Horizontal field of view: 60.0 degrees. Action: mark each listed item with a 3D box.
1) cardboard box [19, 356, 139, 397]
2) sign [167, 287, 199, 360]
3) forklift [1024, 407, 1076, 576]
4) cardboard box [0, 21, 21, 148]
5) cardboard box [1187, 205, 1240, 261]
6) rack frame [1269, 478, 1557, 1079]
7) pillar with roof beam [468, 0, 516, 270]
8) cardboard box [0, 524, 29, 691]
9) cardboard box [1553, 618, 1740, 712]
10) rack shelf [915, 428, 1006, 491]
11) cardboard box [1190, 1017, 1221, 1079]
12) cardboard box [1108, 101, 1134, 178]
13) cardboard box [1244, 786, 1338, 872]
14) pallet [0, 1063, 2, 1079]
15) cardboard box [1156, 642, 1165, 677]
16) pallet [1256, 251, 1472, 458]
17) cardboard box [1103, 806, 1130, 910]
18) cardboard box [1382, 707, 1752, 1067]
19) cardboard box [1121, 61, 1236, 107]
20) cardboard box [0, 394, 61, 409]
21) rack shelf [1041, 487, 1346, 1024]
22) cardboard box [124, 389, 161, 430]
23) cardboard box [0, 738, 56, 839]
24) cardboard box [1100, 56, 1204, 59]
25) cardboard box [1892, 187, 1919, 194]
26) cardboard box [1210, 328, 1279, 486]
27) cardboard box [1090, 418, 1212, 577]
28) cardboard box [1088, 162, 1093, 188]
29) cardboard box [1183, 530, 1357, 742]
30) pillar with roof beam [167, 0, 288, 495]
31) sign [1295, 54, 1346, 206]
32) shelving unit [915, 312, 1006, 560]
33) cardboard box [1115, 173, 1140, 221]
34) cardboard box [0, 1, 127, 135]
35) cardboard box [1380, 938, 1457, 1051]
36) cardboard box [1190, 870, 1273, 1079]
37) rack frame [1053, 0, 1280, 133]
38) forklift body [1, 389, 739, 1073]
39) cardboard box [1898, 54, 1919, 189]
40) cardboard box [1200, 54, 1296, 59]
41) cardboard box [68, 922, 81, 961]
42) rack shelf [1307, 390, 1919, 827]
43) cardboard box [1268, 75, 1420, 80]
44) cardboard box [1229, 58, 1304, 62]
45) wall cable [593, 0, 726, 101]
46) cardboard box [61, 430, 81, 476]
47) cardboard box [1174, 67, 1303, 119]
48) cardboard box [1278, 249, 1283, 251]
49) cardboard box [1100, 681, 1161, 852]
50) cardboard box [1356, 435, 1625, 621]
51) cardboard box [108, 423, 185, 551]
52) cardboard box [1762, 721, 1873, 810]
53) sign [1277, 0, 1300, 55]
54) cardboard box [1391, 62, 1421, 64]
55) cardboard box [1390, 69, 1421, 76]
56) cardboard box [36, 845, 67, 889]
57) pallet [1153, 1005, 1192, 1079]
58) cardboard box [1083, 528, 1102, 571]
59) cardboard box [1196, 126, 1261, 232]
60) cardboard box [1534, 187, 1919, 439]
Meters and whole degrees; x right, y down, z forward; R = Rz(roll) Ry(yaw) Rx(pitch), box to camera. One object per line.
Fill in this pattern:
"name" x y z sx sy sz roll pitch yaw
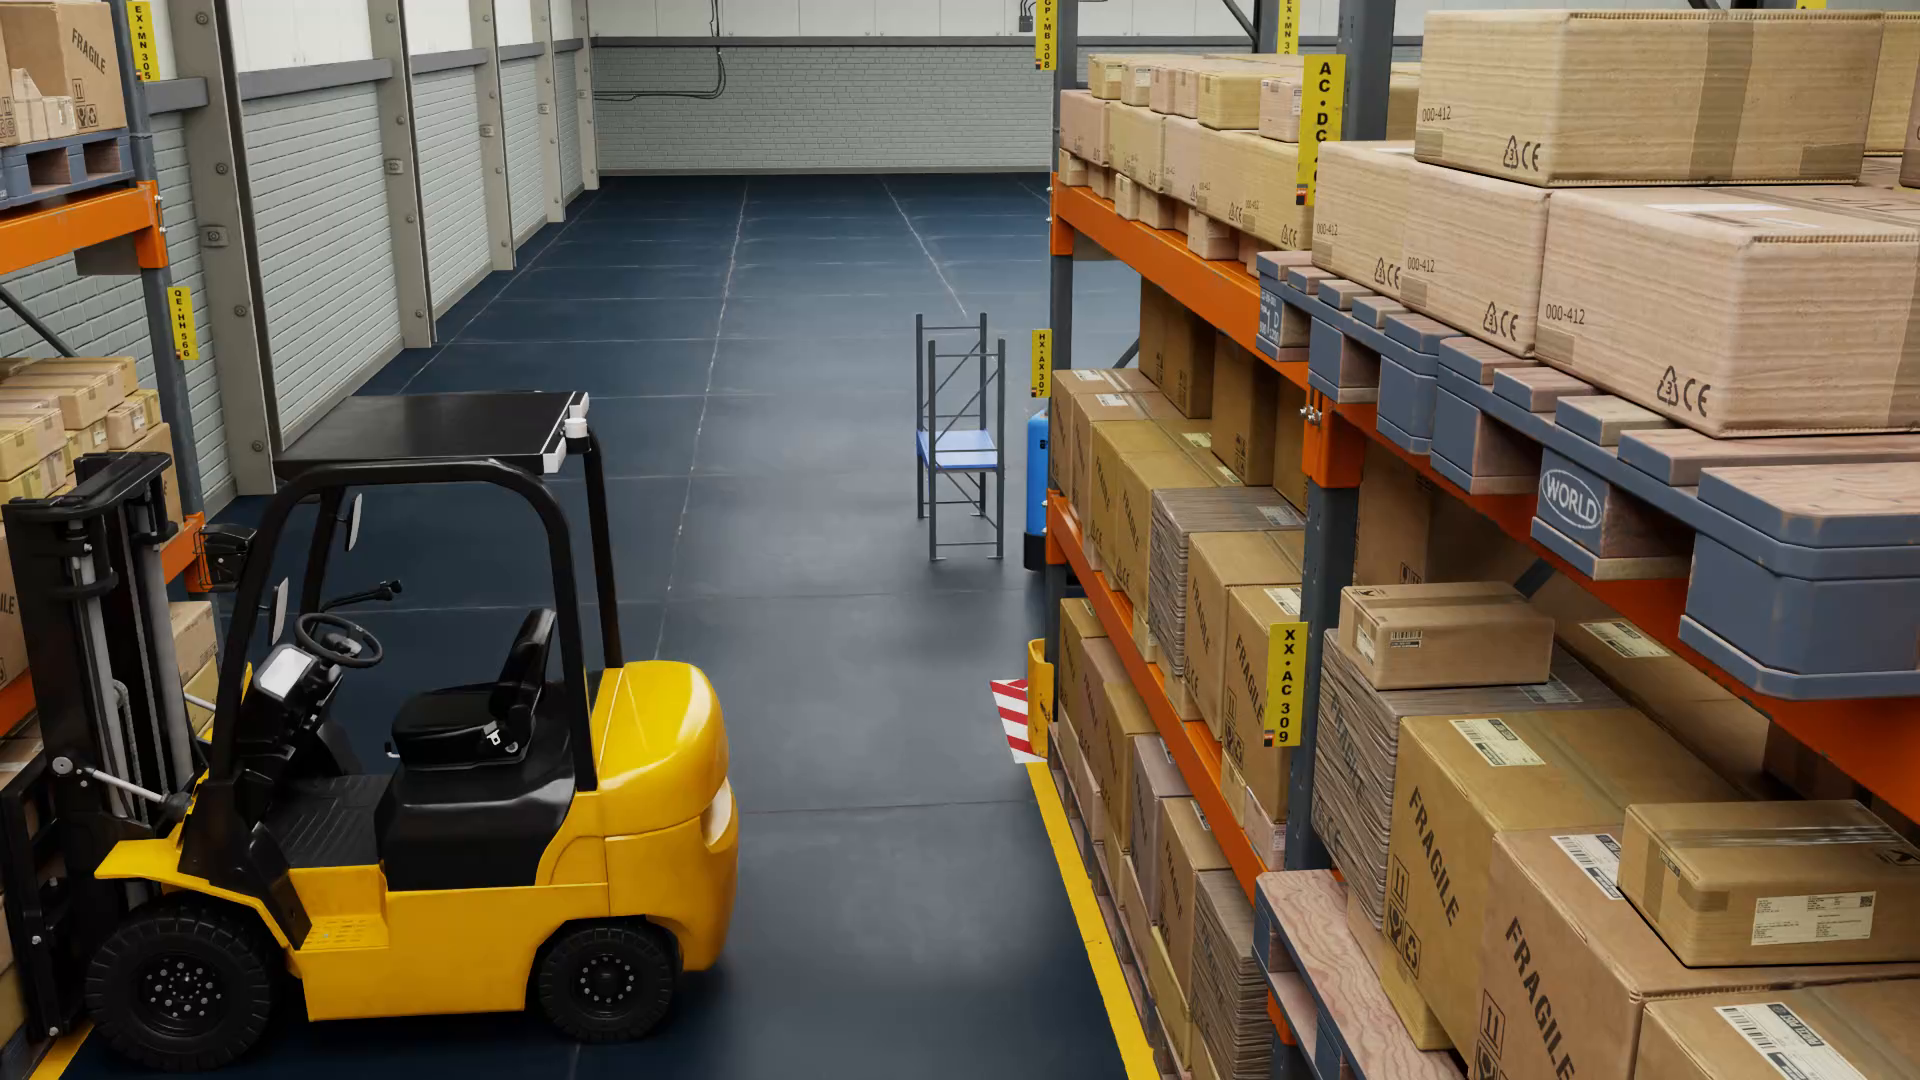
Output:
"cardboard box" -3.761 -0.685 7.106 0.380 0.149 0.250 -2 18 -5
"sign" -3.466 -0.965 7.413 0.100 0.325 0.005 -2 18 -6
"forklift" 1.987 -1.122 10.359 3.031 2.935 1.130 7 19 20
"cardboard box" -3.713 -1.581 5.662 0.700 0.500 0.500 -2 18 -5
"cardboard box" 0.914 -0.952 5.114 0.380 0.149 0.250 -1 17 -4
"rack frame" 1.342 0.751 4.278 1.000 3.000 0.127 -2 18 -6
"pillar with roof beam" -2.407 -8.409 23.439 9.100 9.000 0.400 -2 18 -6
"cardboard box" -3.535 0.261 5.670 0.500 0.500 0.500 -2 18 -5
"cardboard box" 1.618 0.491 3.740 0.500 0.500 0.500 -2 18 -7
"rack shelf" -0.009 -0.569 11.587 0.538 0.185 1.000 -2 18 -6
"cardboard box" 1.014 1.694 5.161 0.500 0.250 0.500 -1 17 -3
"cardboard box" 0.836 -1.481 6.132 0.500 0.250 0.500 -1 17 -4
"cardboard box" 1.006 0.784 4.591 0.380 0.149 0.250 -2 18 -6
"pallet" -3.635 1.997 4.962 1.003 0.211 1.213 -2 18 -6
"cardboard box" 0.901 0.405 5.800 0.380 0.149 0.250 -2 18 -7
"pallet" 1.300 -0.404 3.260 1.213 0.211 1.003 -2 18 -6
"cardboard box" 0.851 1.234 6.628 0.500 0.250 0.500 -1 17 -2
"cardboard box" 1.157 0.659 3.207 0.500 0.500 0.500 -2 18 -5
"cardboard box" 0.788 -1.641 5.977 0.380 0.149 0.250 -1 17 -4
"cardboard box" -3.699 -0.459 6.386 0.380 0.149 0.250 -2 18 -5
"rack shelf" 1.136 0.498 6.284 1.077 0.370 4.000 -2 18 -6
"cardboard box" -3.693 -0.549 7.168 0.380 0.149 0.250 -2 17 -5
"cardboard box" -3.485 0.929 5.931 0.500 0.250 0.500 -2 18 -7
"cardboard box" 0.769 -1.870 6.705 0.380 0.149 0.250 -2 18 -6
"cardboard box" 1.645 -0.337 2.283 0.500 0.250 0.500 -2 17 -5
"cardboard box" 1.312 -0.509 5.959 0.700 0.500 0.500 -2 18 -6
"cardboard box" 0.813 -0.175 6.563 0.500 0.500 0.500 -2 18 -7
"cardboard box" 0.757 -1.568 7.075 0.380 0.149 0.250 -2 18 -7
"cardboard box" 0.989 0.283 5.103 0.500 0.500 0.500 -1 17 -4
"pillar with roof beam" -1.169 -4.834 12.051 9.100 9.000 0.400 -2 18 -6
"sign" 0.803 -0.908 3.690 0.100 0.325 0.005 -2 18 -6
"shelving unit" -0.009 -0.741 11.533 0.538 1.500 1.048 -2 18 -6
"cardboard box" 0.778 -1.259 6.090 0.380 0.149 0.250 -2 17 -5
"cardboard box" -3.719 -1.889 6.644 0.500 0.500 0.500 -1 17 -4
"cardboard box" 1.102 0.919 3.459 0.380 0.149 0.250 -1 17 -5
"cardboard box" 1.014 1.337 5.050 0.500 0.500 0.500 -2 18 -6
"rack frame" 0.929 -3.303 7.175 1.000 3.000 0.127 -2 18 -6
"forklift body" -1.997 0.627 6.089 2.313 2.155 1.214 -2 18 -6
"cardboard box" 1.656 -0.576 2.210 0.500 0.250 0.500 -1 17 -5
"cardboard box" 1.258 -2.041 7.251 0.380 0.149 0.250 -2 18 -5
"cardboard box" -3.484 1.407 6.077 0.500 0.250 0.500 -1 17 -4
"rack shelf" 1.548 0.259 2.038 1.077 0.370 4.000 -2 18 -6
"cardboard box" 1.051 -1.184 4.521 0.380 0.149 0.250 -1 17 -4
"cardboard box" 1.266 -1.810 6.516 0.380 0.149 0.250 -2 18 -5
"wall cable" -6.915 -11.289 37.795 3.097 2.526 0.112 -2 18 -6
"cardboard box" -3.657 -0.320 6.440 0.380 0.149 0.250 -2 18 -6
"cardboard box" 0.891 -1.413 5.251 0.380 0.149 0.250 -2 17 -5
"cardboard box" 1.005 -0.645 4.136 0.380 0.149 0.250 -2 18 -5
"cardboard box" 0.842 0.874 6.523 0.500 0.500 0.500 -1 17 -5
"cardboard box" 1.512 -0.054 4.507 0.700 0.500 0.500 -2 18 -6
"cardboard box" -3.696 -0.196 7.126 0.500 0.500 0.500 -2 18 -7
"cardboard box" 1.698 0.387 2.990 0.380 0.149 0.250 -2 18 -7
"sign" 1.483 -2.306 7.528 0.100 0.325 0.005 -2 18 -6
"cardboard box" 1.450 -1.585 5.799 0.380 0.149 0.250 -1 17 -4
"cardboard box" 1.484 -1.352 5.056 0.380 0.149 0.250 -2 18 -7
"cardboard box" -3.483 1.174 5.985 0.500 0.250 0.500 -2 18 -6
"pallet" 1.237 1.882 5.329 1.003 0.211 1.213 -2 18 -6
"cardboard box" 0.726 0.020 7.025 0.380 0.149 0.250 -2 17 -5
"cardboard box" 0.976 -1.024 4.678 0.500 0.250 0.500 -2 18 -7
"cardboard box" 1.131 -0.322 2.237 0.500 0.250 0.500 -2 18 -6
